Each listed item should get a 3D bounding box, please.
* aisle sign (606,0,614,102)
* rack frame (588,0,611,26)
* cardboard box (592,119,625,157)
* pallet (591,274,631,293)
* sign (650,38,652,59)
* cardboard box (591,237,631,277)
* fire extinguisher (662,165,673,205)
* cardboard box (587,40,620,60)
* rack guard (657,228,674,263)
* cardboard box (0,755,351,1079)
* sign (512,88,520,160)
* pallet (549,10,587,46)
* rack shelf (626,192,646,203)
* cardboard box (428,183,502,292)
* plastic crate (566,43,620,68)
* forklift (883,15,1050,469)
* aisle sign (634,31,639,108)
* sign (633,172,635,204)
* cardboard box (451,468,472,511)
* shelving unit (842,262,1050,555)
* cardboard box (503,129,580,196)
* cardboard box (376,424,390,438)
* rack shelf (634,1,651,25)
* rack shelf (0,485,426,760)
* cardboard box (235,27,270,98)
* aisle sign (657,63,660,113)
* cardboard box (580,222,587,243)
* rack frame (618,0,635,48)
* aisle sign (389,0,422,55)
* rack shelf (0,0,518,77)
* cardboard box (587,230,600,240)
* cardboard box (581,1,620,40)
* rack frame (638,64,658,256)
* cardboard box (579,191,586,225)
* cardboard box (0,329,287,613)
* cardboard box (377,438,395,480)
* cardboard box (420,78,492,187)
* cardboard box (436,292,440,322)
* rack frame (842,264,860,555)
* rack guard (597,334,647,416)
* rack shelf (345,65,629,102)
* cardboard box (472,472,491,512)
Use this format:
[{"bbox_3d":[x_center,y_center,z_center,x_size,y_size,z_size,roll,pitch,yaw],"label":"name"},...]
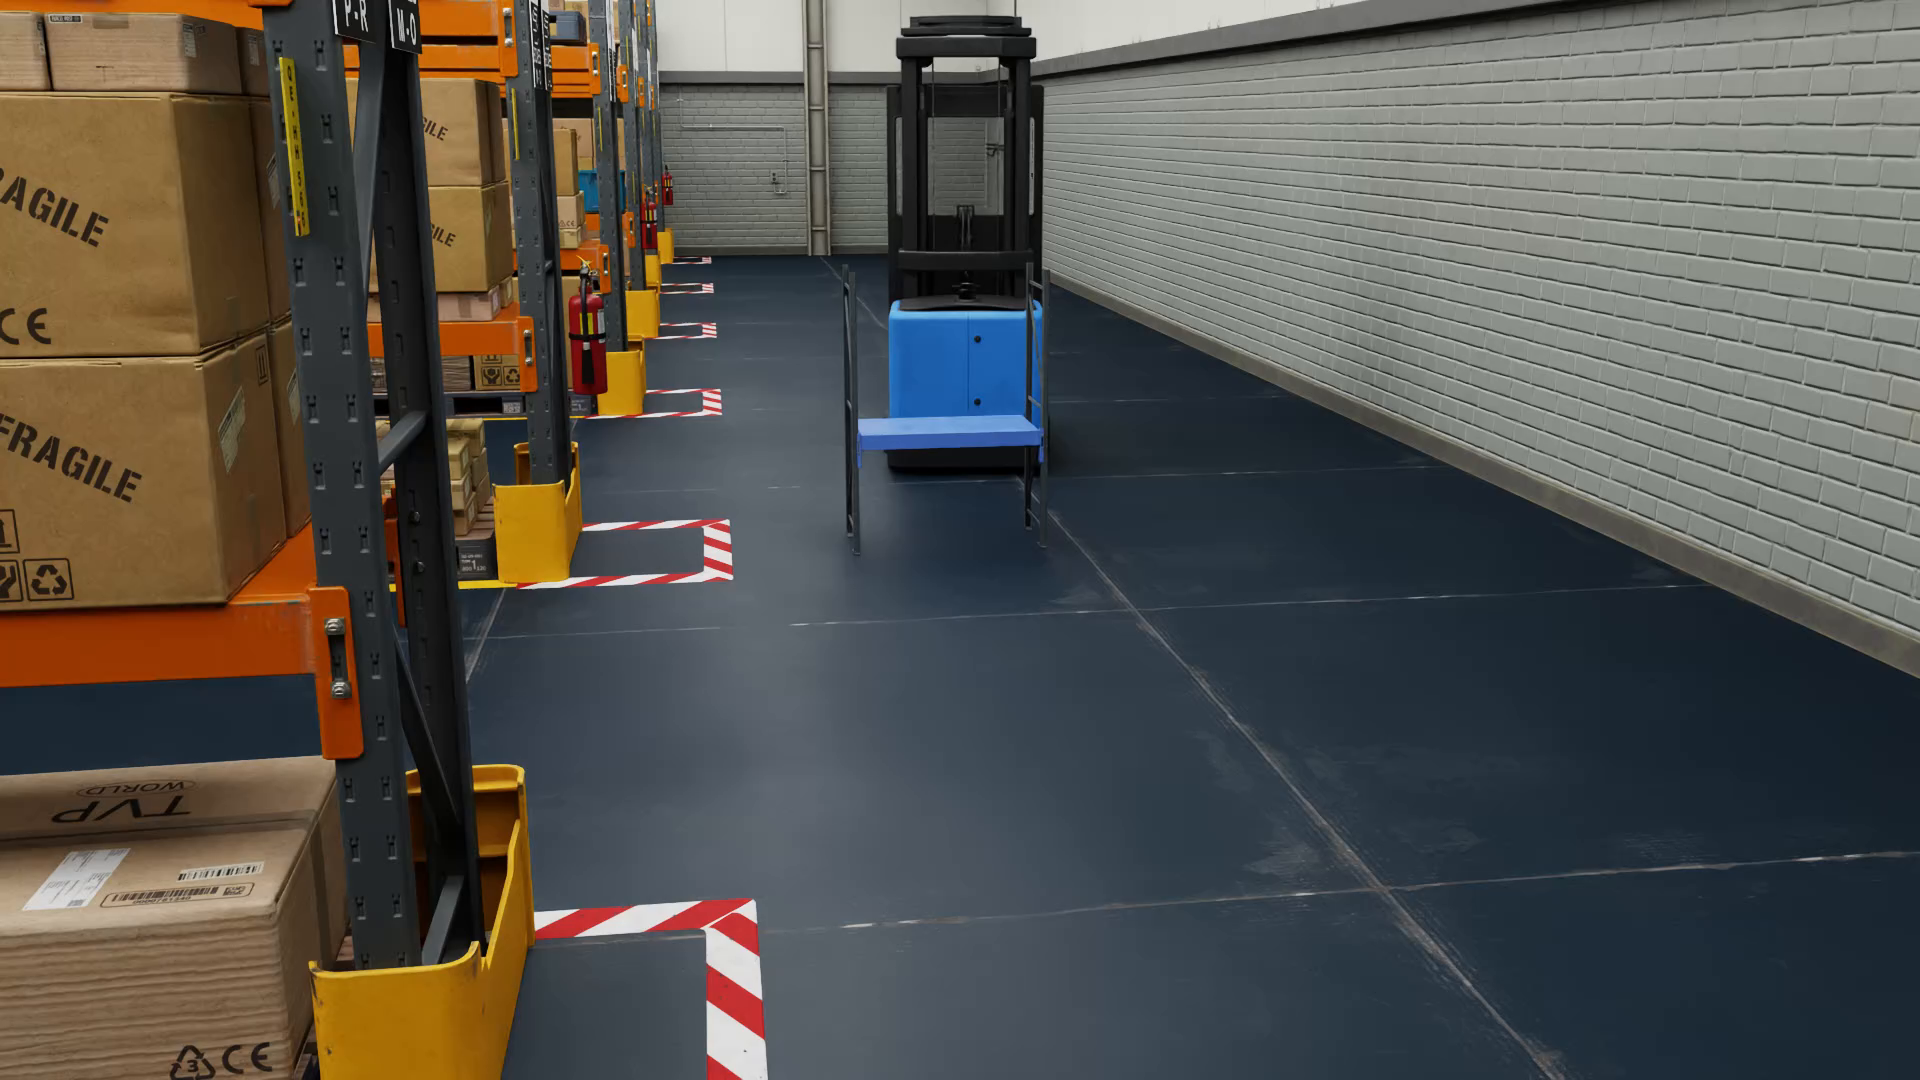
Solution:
[{"bbox_3d":[-2.684,-3.771,12.748,0.004,0.787,0.394,-2,14,-8],"label":"aisle sign"},{"bbox_3d":[-2.800,-5.489,12.612,0.127,3.000,1.000,-2,14,-8],"label":"rack frame"},{"bbox_3d":[-4.672,-5.414,22.382,0.500,0.500,0.500,-2,14,-9],"label":"cardboard box"},{"bbox_3d":[-5.136,-3.578,23.056,1.213,0.211,1.003,-2,14,-8],"label":"pallet"},{"bbox_3d":[-4.947,-7.869,26.609,0.005,0.325,0.100,-2,14,-8],"label":"sign"},{"bbox_3d":[-4.773,-3.885,22.779,0.500,0.500,0.500,-2,14,-8],"label":"cardboard box"},{"bbox_3d":[-4.796,-5.830,27.228,0.183,0.674,0.296,-2,14,-8],"label":"fire extinguisher"},{"bbox_3d":[-4.742,-6.507,22.117,0.500,0.250,0.500,-2,14,-8],"label":"cardboard box"},{"bbox_3d":[-4.990,-4.942,27.902,0.348,0.500,1.175,-2,14,-8],"label":"rack guard"},{"bbox_3d":[-1.962,0.891,3.906,0.875,0.438,0.875,-3,14,-10],"label":"cardboard box"},{"bbox_3d":[-2.098,-1.964,7.855,0.005,0.325,0.100,-2,14,-8],"label":"sign"},{"bbox_3d":[-3.532,-3.962,12.870,1.213,0.211,1.003,-2,14,-8],"label":"pallet"},{"bbox_3d":[-6.250,-4.541,22.642,4.000,0.370,1.077,-2,14,-8],"label":"rack shelf"},{"bbox_3d":[-2.567,-1.497,8.209,0.500,0.500,0.500,-2,14,-7],"label":"cardboard box"},{"bbox_3d":[-3.960,-5.216,17.955,0.590,0.269,0.497,-2,14,-8],"label":"plastic crate"},{"bbox_3d":[0.031,-2.193,11.942,1.130,2.935,3.031,0,14,-1],"label":"forklift"},{"bbox_3d":[-3.511,-5.106,18.071,0.004,0.787,0.394,-2,14,-8],"label":"aisle sign"},{"bbox_3d":[-3.440,-3.718,17.547,0.005,0.325,0.100,-2,14,-8],"label":"sign"},{"bbox_3d":[-2.641,-0.260,8.479,0.250,0.149,0.380,-2,14,-10],"label":"cardboard box"},{"bbox_3d":[-0.084,-0.724,9.027,1.048,1.500,0.538,-2,14,-8],"label":"shelving unit"},{"bbox_3d":[-3.243,-2.934,12.910,0.500,0.500,0.500,-2,14,-8],"label":"cardboard box"},{"bbox_3d":[-2.985,-0.516,8.888,0.250,0.149,0.380,-2,14,-7],"label":"cardboard box"},{"bbox_3d":[-6.992,-8.449,26.712,4.000,0.370,1.077,-2,14,-8],"label":"rack shelf"},{"bbox_3d":[-3.302,0.226,3.635,4.000,0.370,1.077,-2,14,-8],"label":"rack shelf"},{"bbox_3d":[-1.716,-1.098,3.838,0.250,0.149,0.380,-2,14,-7],"label":"cardboard box"},{"bbox_3d":[-4.898,-7.345,27.001,0.004,0.787,0.394,-2,14,-8],"label":"aisle sign"},{"bbox_3d":[-3.200,-2.524,13.637,0.250,0.149,0.380,-2,14,-8],"label":"cardboard box"},{"bbox_3d":[-3.538,-6.681,17.362,0.127,3.000,1.000,-2,14,-8],"label":"rack frame"},{"bbox_3d":[-1.296,-1.529,3.809,0.004,0.787,0.394,-2,14,-8],"label":"aisle sign"},{"bbox_3d":[-4.139,-2.416,8.003,4.000,0.370,1.077,-2,14,-8],"label":"rack shelf"},{"bbox_3d":[-6.186,-5.078,27.578,0.500,0.500,0.700,-2,14,-8],"label":"cardboard box"},{"bbox_3d":[-4.778,-6.928,22.255,0.500,0.500,0.700,-2,14,-8],"label":"cardboard box"},{"bbox_3d":[-4.272,-4.963,22.844,0.127,3.000,1.000,-2,14,-8],"label":"rack frame"},{"bbox_3d":[-3.315,-2.699,13.513,0.500,0.250,0.500,-2,14,-10],"label":"cardboard box"},{"bbox_3d":[-1.761,-0.163,3.501,0.500,0.500,0.500,-2,14,-8],"label":"cardboard box"},{"bbox_3d":[-2.904,-0.417,8.492,0.250,0.149,0.380,-2,14,-7],"label":"cardboard box"},{"bbox_3d":[-2.577,-1.984,8.095,0.500,0.500,0.500,-2,14,-9],"label":"cardboard box"},{"bbox_3d":[-2.693,-1.181,8.282,0.250,0.149,0.380,-2,14,-8],"label":"cardboard box"},{"bbox_3d":[-0.587,-0.706,8.954,0.032,1.500,0.500,-2,14,-8],"label":"rack frame"},{"bbox_3d":[-2.777,-1.368,13.649,0.348,0.500,1.175,-2,14,-8],"label":"rack guard"},{"bbox_3d":[-5.516,-4.805,17.526,4.000,0.370,1.077,-2,14,-8],"label":"rack shelf"},{"bbox_3d":[-2.727,-0.262,9.097,0.250,0.149,0.380,-2,14,-7],"label":"cardboard box"}]
